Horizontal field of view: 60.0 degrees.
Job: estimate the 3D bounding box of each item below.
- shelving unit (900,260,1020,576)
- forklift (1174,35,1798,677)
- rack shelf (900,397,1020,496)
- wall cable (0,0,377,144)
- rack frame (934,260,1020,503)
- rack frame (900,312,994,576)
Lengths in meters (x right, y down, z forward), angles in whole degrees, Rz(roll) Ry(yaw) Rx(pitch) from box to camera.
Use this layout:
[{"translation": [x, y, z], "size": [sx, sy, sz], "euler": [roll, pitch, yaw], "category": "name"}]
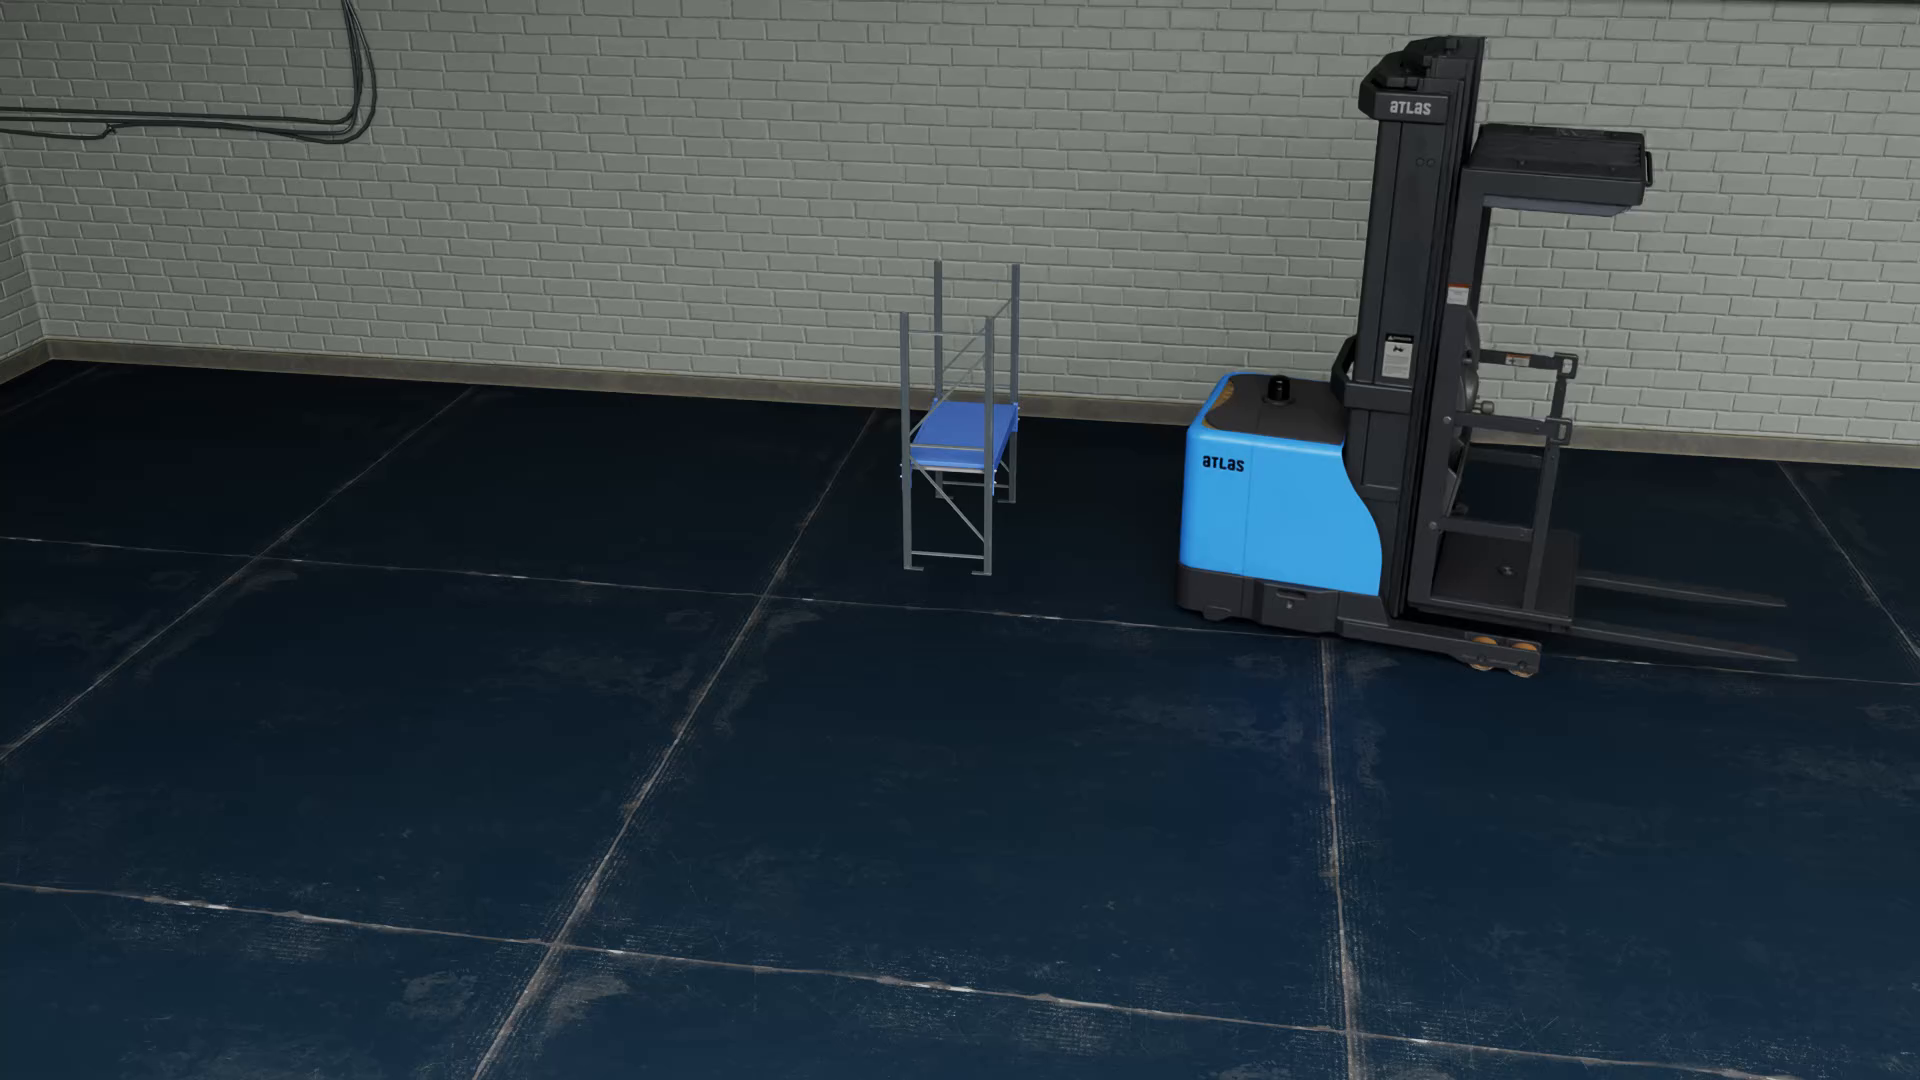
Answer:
[{"translation": [0.014, -0.715, 9.508], "size": [0.538, 1.500, 1.048], "euler": [4, 25, 9], "category": "shelving unit"}, {"translation": [2.715, -0.899, 8.213], "size": [3.031, 2.935, 1.130], "euler": [9, 26, 18], "category": "forklift"}, {"translation": [0.014, -0.552, 9.585], "size": [0.538, 0.185, 1.000], "euler": [4, 25, 9], "category": "rack shelf"}, {"translation": [-5.519, -3.940, 11.216], "size": [3.097, 2.526, 0.112], "euler": [4, 25, 9], "category": "wall cable"}, {"translation": [0.097, -0.928, 9.962], "size": [0.500, 1.500, 0.032], "euler": [4, 25, 9], "category": "rack frame"}, {"translation": [-0.069, -0.502, 9.054], "size": [0.500, 1.500, 0.032], "euler": [4, 25, 9], "category": "rack frame"}]
